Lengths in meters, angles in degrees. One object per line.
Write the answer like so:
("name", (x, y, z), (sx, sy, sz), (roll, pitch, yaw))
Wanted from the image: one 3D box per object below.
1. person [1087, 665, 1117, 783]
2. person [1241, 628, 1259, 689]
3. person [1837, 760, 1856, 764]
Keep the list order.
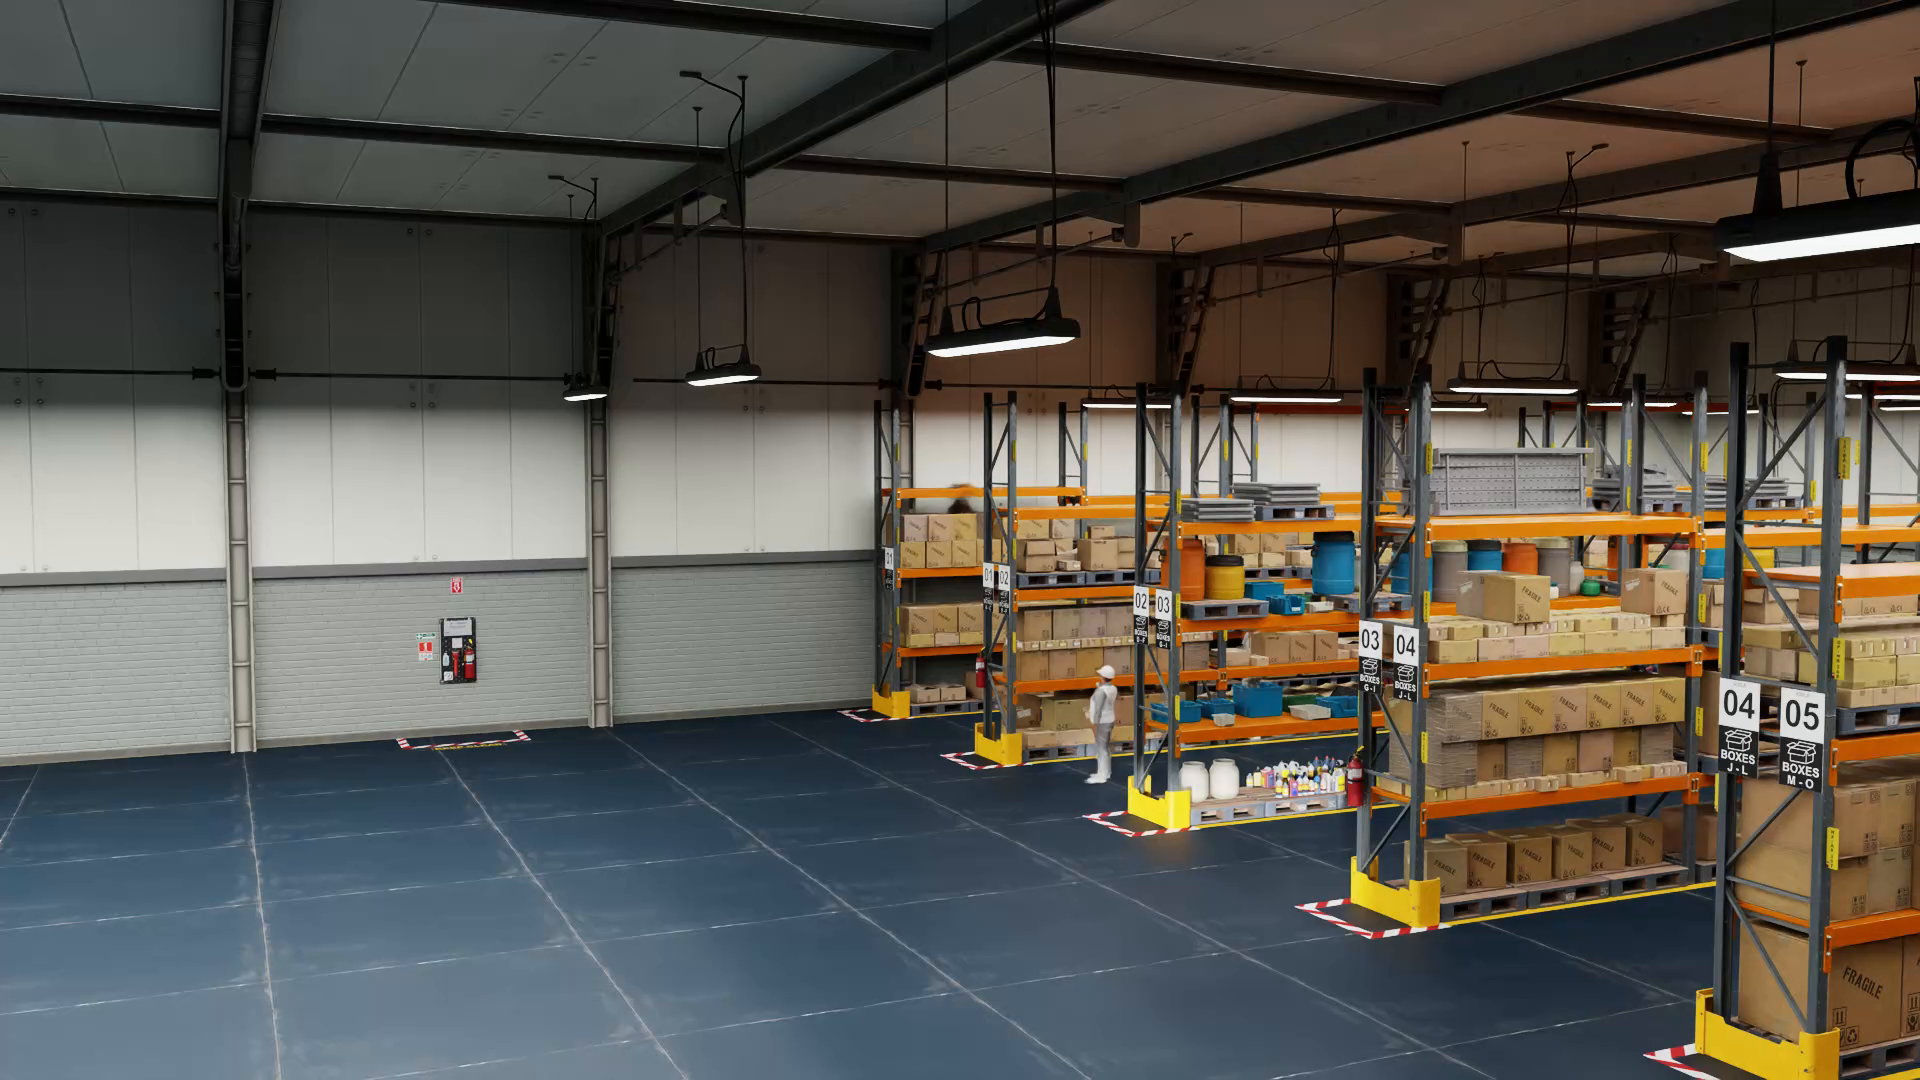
("person", (2.174, 2.793, 25.382), (0.418, 1.776, 0.581), (1, 3, 14))
("person", (5.582, 2.394, 32.445), (1.019, 1.733, 0.652), (-2, 4, -30))
("person", (9.872, 3.247, 18.828), (0.427, 1.716, 0.487), (1, 4, 19))
